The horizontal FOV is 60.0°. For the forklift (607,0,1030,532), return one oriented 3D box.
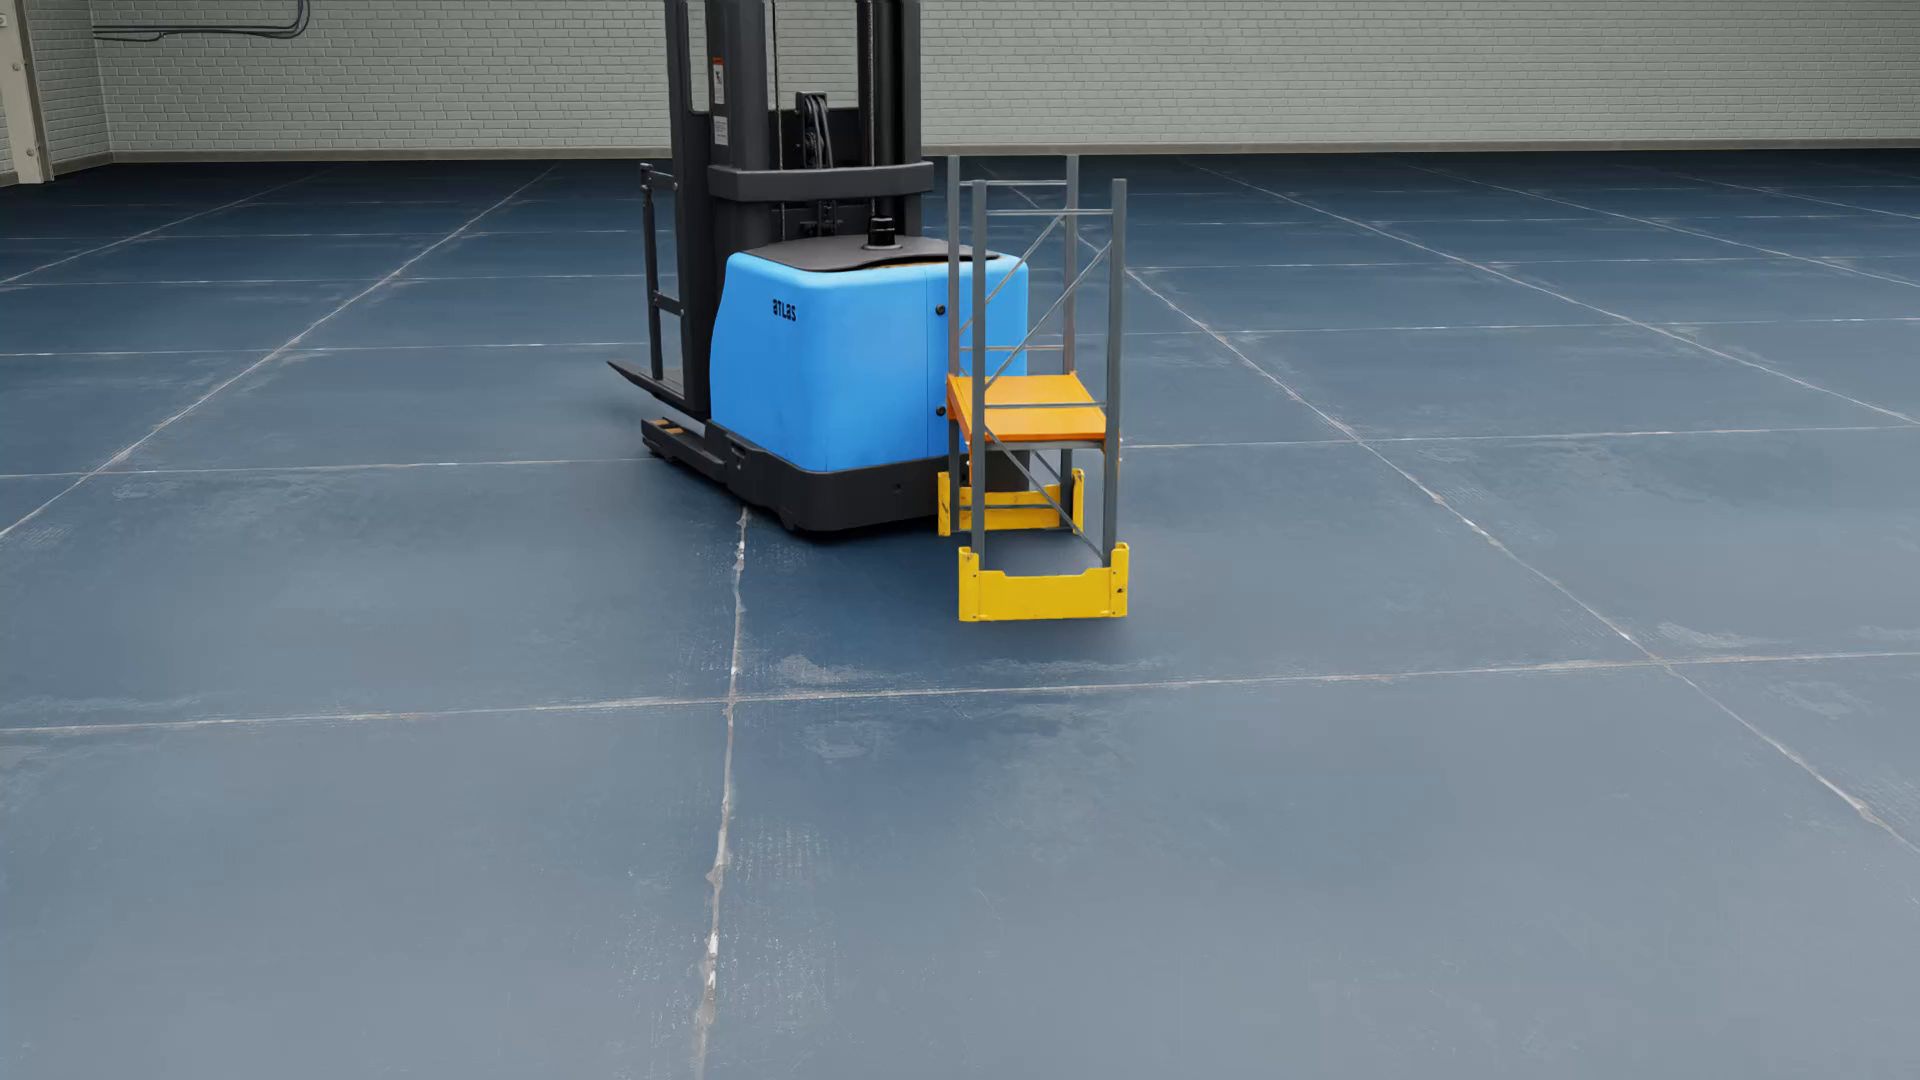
[{"bbox_3d":[-0.875,-1.822,7.589,1.130,2.935,3.031,-10,20,-28],"label":"forklift"}]

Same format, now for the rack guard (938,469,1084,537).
[{"bbox_3d":[0.205,-0.150,6.739,0.587,0.250,0.087,-1,17,-5],"label":"rack guard"}]

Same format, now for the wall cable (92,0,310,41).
[{"bbox_3d":[-10.812,-8.312,23.313,3.097,2.526,0.112,-2,18,-6],"label":"wall cable"}]

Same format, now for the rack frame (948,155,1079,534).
[{"bbox_3d":[0.203,-0.753,6.570,0.500,1.500,0.032,-1,17,-5],"label":"rack frame"}]

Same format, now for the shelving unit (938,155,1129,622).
[{"bbox_3d":[0.248,-0.598,6.078,0.587,1.500,1.083,-1,17,-5],"label":"shelving unit"}]

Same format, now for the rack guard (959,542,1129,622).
[{"bbox_3d":[0.290,0.147,5.792,0.587,0.250,0.087,-1,17,-5],"label":"rack guard"}]

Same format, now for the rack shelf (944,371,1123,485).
[{"bbox_3d":[0.247,-0.429,6.141,0.538,0.185,1.000,-1,17,-5],"label":"rack shelf"}]

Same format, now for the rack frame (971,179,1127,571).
[{"bbox_3d":[0.290,-0.449,5.604,0.500,1.500,0.032,-1,17,-5],"label":"rack frame"}]

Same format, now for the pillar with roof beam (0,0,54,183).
[{"bbox_3d":[-7.541,-9.008,20.346,9.100,9.000,0.400,-2,18,-6],"label":"pillar with roof beam"}]
